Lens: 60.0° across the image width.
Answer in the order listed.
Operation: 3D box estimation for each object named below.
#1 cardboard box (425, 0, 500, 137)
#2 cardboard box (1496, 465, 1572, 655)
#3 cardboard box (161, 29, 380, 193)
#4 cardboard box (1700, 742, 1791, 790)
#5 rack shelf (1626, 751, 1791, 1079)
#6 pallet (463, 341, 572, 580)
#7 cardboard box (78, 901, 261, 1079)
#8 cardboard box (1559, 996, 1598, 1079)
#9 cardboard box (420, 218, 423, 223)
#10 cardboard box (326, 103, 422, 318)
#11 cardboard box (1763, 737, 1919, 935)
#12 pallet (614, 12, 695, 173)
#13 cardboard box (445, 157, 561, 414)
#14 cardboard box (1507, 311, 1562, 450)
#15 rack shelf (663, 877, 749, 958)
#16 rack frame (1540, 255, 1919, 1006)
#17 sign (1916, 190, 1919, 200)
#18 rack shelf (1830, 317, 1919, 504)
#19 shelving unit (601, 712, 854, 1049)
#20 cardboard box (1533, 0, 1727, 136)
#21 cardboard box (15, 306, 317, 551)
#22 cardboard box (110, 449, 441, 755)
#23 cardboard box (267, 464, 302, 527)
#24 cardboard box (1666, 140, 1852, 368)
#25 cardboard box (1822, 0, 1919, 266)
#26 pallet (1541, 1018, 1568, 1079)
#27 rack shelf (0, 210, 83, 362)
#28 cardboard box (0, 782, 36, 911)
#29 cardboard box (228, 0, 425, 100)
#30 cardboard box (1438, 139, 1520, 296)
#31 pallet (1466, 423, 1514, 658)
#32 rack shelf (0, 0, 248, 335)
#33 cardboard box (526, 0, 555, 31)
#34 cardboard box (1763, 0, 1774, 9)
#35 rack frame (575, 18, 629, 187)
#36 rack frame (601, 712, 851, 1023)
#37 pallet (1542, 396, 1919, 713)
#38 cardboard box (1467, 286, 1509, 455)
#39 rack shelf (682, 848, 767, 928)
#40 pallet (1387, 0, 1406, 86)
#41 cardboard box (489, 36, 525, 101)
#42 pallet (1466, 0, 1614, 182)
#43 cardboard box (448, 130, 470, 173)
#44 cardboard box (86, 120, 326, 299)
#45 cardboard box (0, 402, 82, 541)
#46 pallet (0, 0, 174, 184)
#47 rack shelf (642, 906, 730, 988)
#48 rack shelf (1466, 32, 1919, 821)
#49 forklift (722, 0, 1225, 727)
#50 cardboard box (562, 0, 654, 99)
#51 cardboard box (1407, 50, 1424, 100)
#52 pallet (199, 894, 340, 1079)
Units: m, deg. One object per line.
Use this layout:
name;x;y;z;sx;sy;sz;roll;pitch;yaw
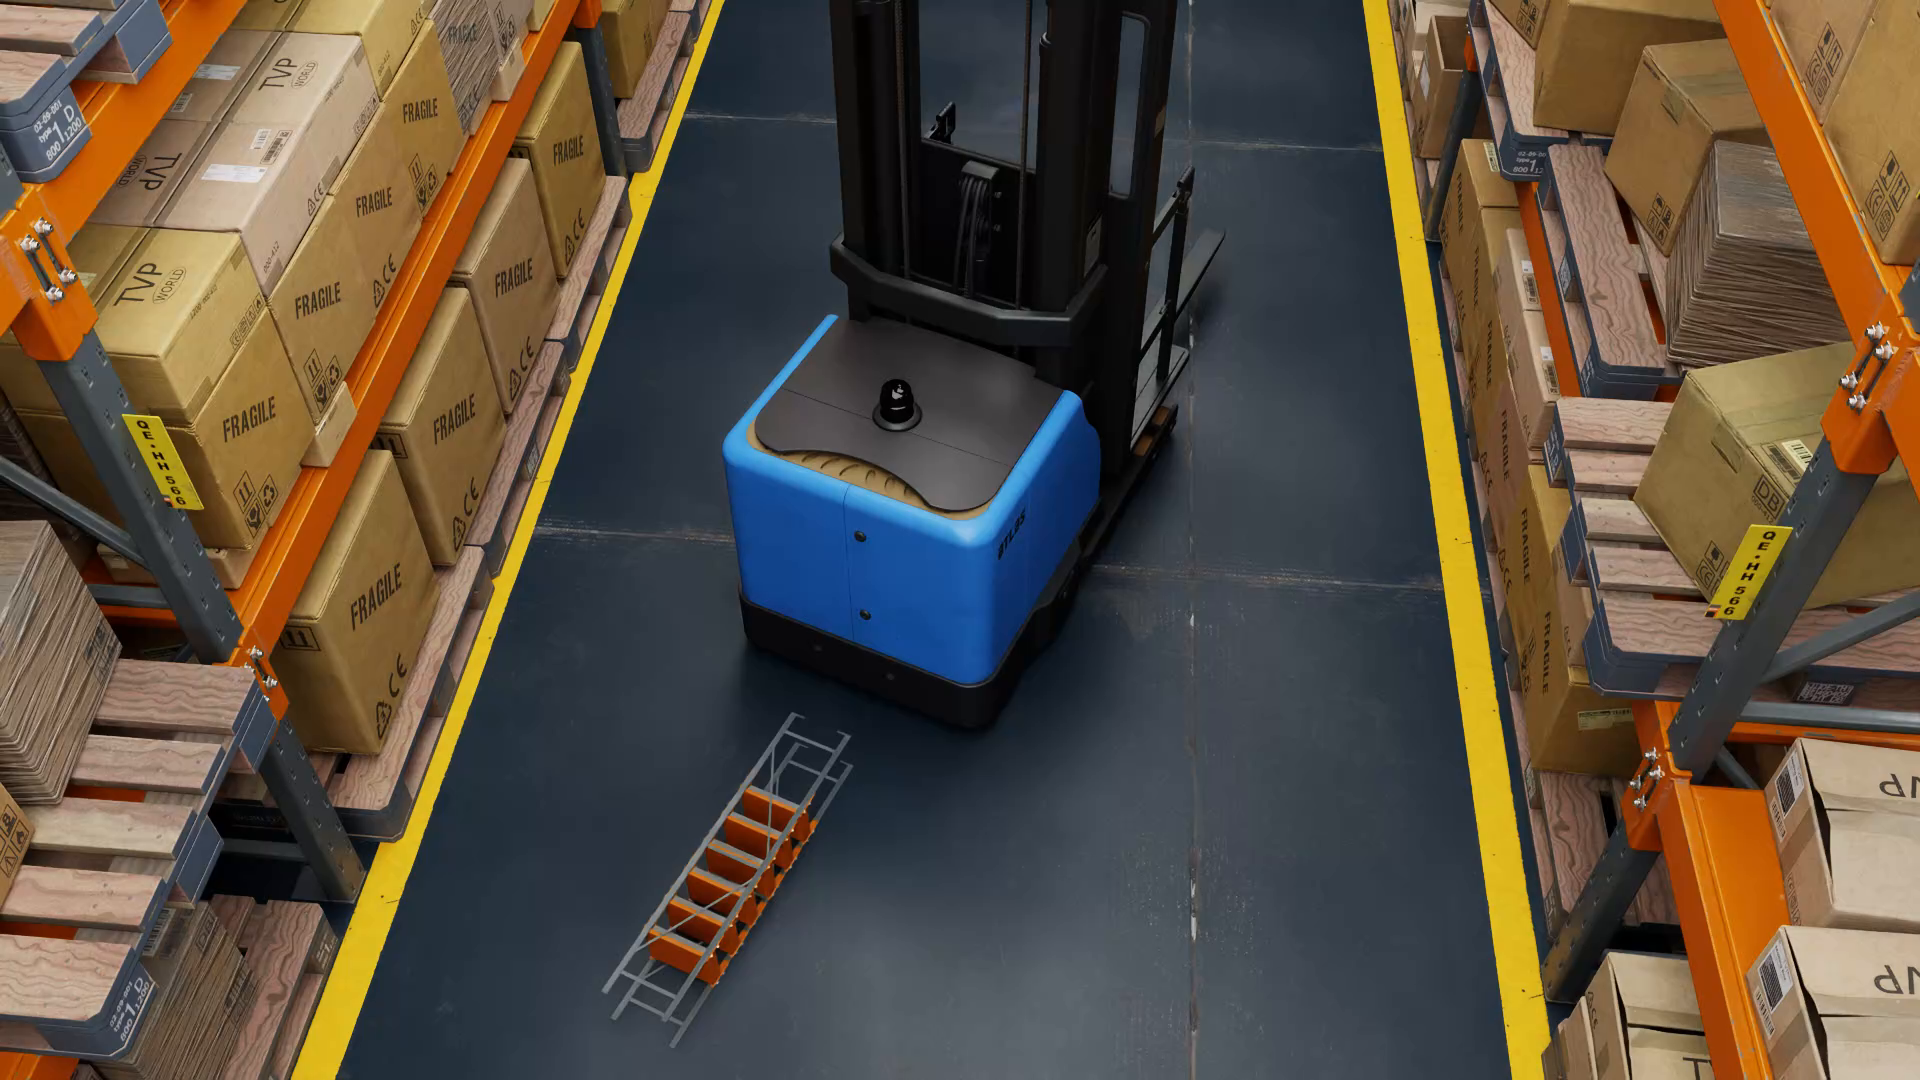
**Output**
cardboard box;-2.054;-1.837;6.115;0.500;0.500;0.500;4;48;4
cardboard box;2.296;0.085;6.035;0.500;0.500;0.500;2;48;2
cardboard box;-2.148;-1.330;5.143;0.500;0.250;0.500;4;48;4
cardboard box;2.723;0.853;5.333;0.500;0.500;0.500;6;48;5
rack shelf;2.215;2.186;3.206;1.077;0.370;4.000;4;48;4
pallet;-2.276;-0.384;6.958;1.003;0.211;1.213;4;48;4
cardboard box;-2.550;1.371;4.859;0.700;0.500;0.500;4;48;4
cardboard box;2.057;1.625;4.810;0.500;0.250;0.500;4;48;3
cardboard box;-2.147;-1.133;5.910;0.380;0.149;0.250;4;48;4
cardboard box;-2.134;-1.087;5.428;0.500;0.500;0.500;4;48;3
cardboard box;2.320;0.768;4.075;0.500;0.311;0.500;7;48;6
pallet;-2.025;-2.409;8.810;1.003;0.211;1.213;4;48;4
cardboard box;-2.180;-1.073;6.871;0.750;0.750;0.750;5;48;5
cardboard box;2.339;-0.581;6.137;0.500;0.250;0.500;3;48;3
rack shelf;-0.838;1.244;5.481;0.258;0.180;0.103;20;51;17
rack frame;2.397;0.473;4.284;1.000;3.000;0.127;4;48;4
sign;1.857;-0.752;3.021;0.100;0.325;0.005;4;48;4
rack shelf;2.215;1.173;2.099;1.077;0.370;4.000;4;48;4
shelving unit;-0.753;1.114;5.600;0.258;0.189;1.200;20;51;17
cardboard box;2.496;-1.799;6.010;0.700;0.500;0.500;11;48;10
cardboard box;-2.237;-0.338;4.743;0.500;0.500;0.500;5;48;5
cardboard box;-2.339;0.195;5.711;0.750;0.750;0.750;3;48;3
cardboard box;-2.244;-0.190;5.048;0.380;0.149;0.250;4;48;4
cardboard box;2.616;-0.832;5.126;0.700;0.500;0.500;12;49;11
cardboard box;2.403;-0.896;3.436;0.910;0.500;0.500;4;48;4
pallet;2.283;2.017;4.762;1.003;0.211;1.213;4;48;4
rack shelf;-2.719;0.843;2.401;1.077;0.370;4.000;4;48;4
cardboard box;-2.593;0.719;3.694;0.700;0.500;0.500;0;48;0
cardboard box;-2.108;-1.706;5.486;0.500;0.250;0.500;3;48;3
cardboard box;2.475;-1.432;7.423;0.500;0.500;0.500;2;48;2
pallet;2.617;-0.026;6.631;1.003;0.211;1.213;4;48;4
rack shelf;-2.354;-2.096;5.089;1.077;0.370;4.000;4;48;4
cardboard box;-1.920;-2.264;6.945;0.380;0.149;0.250;5;48;4
cardboard box;2.497;-1.653;4.128;0.910;0.500;0.500;4;48;4
rack frame;-2.172;-2.796;7.275;1.000;3.000;0.127;4;48;4
rack frame;-0.753;1.052;5.533;0.240;0.006;1.200;20;51;17
pallet;2.389;0.035;4.815;1.213;0.211;1.003;4;48;4
cardboard box;2.384;-0.672;6.728;0.500;0.500;0.500;4;48;4
rack shelf;-0.786;1.164;5.554;0.258;0.180;0.103;20;51;17
pallet;2.934;-2.928;9.286;1.003;0.211;1.213;4;48;4
cardboard box;-1.954;-1.878;6.592;0.380;0.149;0.250;4;48;4
pallet;2.580;-1.821;6.513;1.003;0.211;1.213;4;48;4
cardboard box;-2.080;-1.520;6.264;0.380;0.149;0.250;3;48;2
cardboard box;-2.190;-0.962;4.806;0.500;0.250;0.500;3;48;3
cardboard box;-2.756;-0.363;4.766;0.500;0.500;0.500;4;48;4
pallet;-2.530;-1.282;3.985;1.213;0.211;1.003;6;48;5
rack shelf;-0.890;1.323;5.408;0.258;0.180;0.103;20;51;17
rack shelf;2.579;-0.754;5.894;1.077;0.370;4.000;4;48;4
forklift;0.277;-1.407;6.051;1.130;2.935;3.031;20;51;17
cardboard box;-2.001;-2.637;8.539;0.700;0.500;0.500;4;48;4
cardboard box;2.506;-2.370;8.518;0.380;0.149;0.250;4;48;4
pallet;-2.609;1.658;5.090;1.003;0.211;1.213;4;48;4
